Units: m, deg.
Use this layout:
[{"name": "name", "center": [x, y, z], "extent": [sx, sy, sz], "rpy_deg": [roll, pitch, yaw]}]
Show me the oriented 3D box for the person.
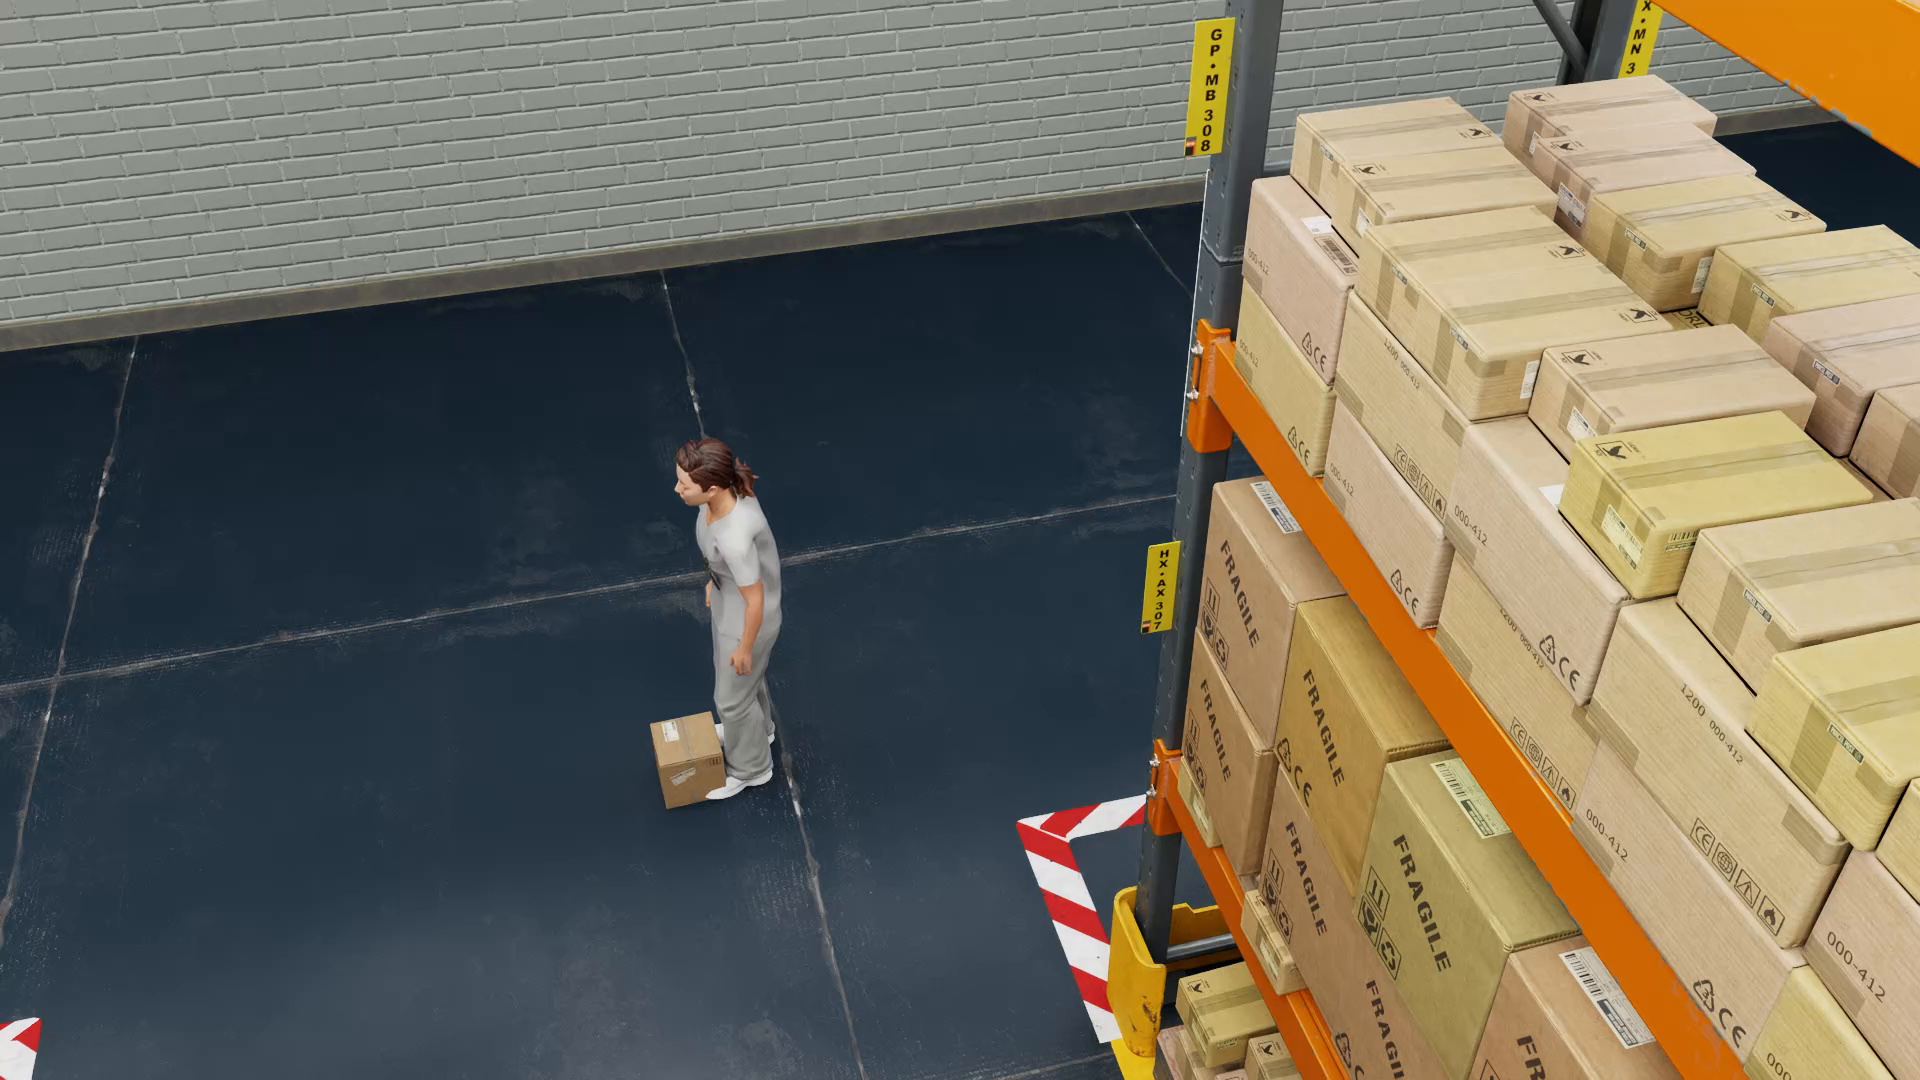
[{"name": "person", "center": [-0.887, 0.287, 6.351], "extent": [0.404, 1.673, 0.486], "rpy_deg": [-9, 39, -11]}]
